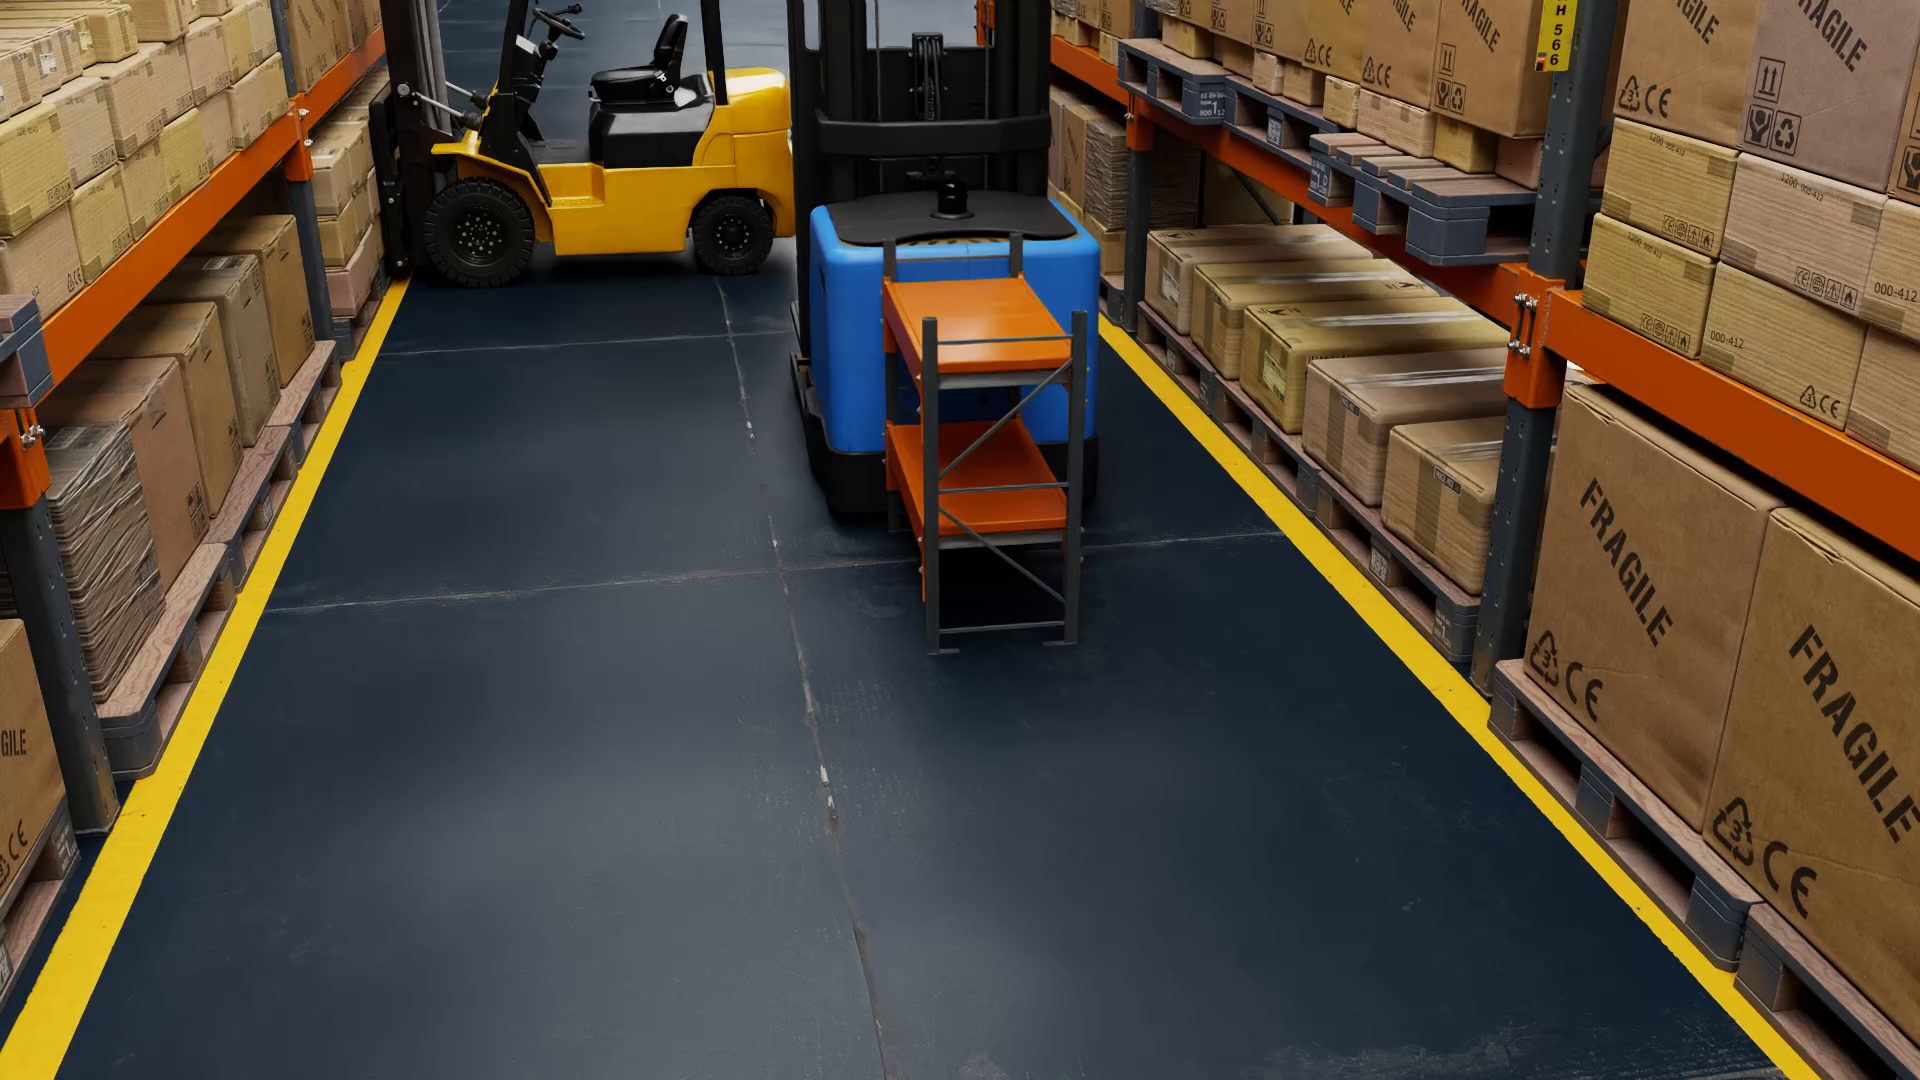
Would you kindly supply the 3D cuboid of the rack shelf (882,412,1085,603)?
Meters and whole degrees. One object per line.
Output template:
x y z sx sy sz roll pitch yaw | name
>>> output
0.056 -0.137 5.769 0.538 0.278 1.000 -4 24 -8 | rack shelf

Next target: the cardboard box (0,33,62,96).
-2.669 -1.267 4.467 0.380 0.149 0.250 -4 24 -8 | cardboard box

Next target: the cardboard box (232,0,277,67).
-3.174 -2.132 6.946 0.500 0.250 0.500 -5 24 -11 | cardboard box

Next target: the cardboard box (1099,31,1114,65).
0.950 -2.601 8.771 0.380 0.149 0.250 -4 24 -9 | cardboard box

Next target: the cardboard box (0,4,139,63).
-2.795 -1.569 5.160 0.380 0.149 0.250 -4 24 -9 | cardboard box

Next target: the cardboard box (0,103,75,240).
-2.594 -0.927 4.188 0.500 0.250 0.500 -4 24 -10 | cardboard box

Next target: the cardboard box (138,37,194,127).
-2.908 -1.529 5.565 0.500 0.250 0.500 -4 24 -9 | cardboard box

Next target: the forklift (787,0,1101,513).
-0.205 -2.004 7.177 1.130 2.935 3.031 -4 24 -8 | forklift

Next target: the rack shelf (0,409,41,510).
-2.406 0.544 2.155 1.077 0.370 4.000 -4 24 -10 | rack shelf

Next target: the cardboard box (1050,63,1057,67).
0.504 -3.017 11.383 0.500 0.500 0.500 -5 24 -12 | cardboard box

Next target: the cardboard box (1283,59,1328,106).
1.445 -1.733 6.261 0.380 0.149 0.250 -5 24 -11 | cardboard box

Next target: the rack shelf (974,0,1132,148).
0.992 -2.971 10.205 1.077 0.370 4.000 -4 24 -10 | rack shelf

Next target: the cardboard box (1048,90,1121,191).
0.797 -2.404 9.980 0.500 0.500 0.500 -3 24 -7 | cardboard box

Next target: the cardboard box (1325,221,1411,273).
2.501 -1.892 9.955 0.500 0.500 0.500 13 27 27 | cardboard box

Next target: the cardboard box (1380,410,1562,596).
2.006 -0.152 5.609 0.950 0.372 0.625 -6 24 -13 | cardboard box

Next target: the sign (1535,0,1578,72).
1.570 -1.391 4.341 0.100 0.325 0.005 -4 24 -10 | sign

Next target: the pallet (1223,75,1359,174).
1.695 -1.629 6.471 1.003 0.211 1.213 -4 24 -10 | pallet

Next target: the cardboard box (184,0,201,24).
-3.010 -1.969 6.075 0.380 0.149 0.250 -5 24 -11 | cardboard box

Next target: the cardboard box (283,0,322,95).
-3.341 -2.385 7.839 0.500 0.500 0.500 -5 24 -11 | cardboard box

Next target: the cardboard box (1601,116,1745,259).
1.952 -0.884 4.089 0.500 0.250 0.500 -4 24 -10 | cardboard box

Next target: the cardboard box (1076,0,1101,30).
0.933 -3.055 9.000 0.500 0.500 0.500 -4 24 -8 | cardboard box

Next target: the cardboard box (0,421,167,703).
-2.878 0.077 4.768 0.875 0.625 0.625 -4 24 -8 | cardboard box

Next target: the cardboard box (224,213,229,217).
-3.797 -1.715 8.091 0.500 0.250 0.500 -4 24 -9 | cardboard box

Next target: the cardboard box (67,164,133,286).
-2.706 -0.894 4.737 0.500 0.250 0.500 -5 24 -11 | cardboard box

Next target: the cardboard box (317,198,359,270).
-3.302 -1.520 8.269 0.500 0.250 0.500 -4 24 -10 | cardboard box

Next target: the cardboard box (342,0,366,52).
-3.621 -2.987 9.217 0.500 0.500 0.500 -4 24 -9 | cardboard box

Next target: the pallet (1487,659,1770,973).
2.173 0.653 4.492 1.003 0.211 1.213 -4 24 -10 | pallet

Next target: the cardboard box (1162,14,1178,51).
1.153 -2.351 7.674 0.380 0.149 0.250 -4 24 -9 | cardboard box

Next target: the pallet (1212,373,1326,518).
1.736 -0.450 7.015 1.003 0.211 1.213 -4 24 -10 | pallet

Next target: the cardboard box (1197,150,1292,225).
1.518 -2.042 9.153 0.500 0.500 0.500 -3 24 -7 | cardboard box

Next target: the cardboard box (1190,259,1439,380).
1.597 -1.014 7.582 0.950 0.372 0.625 -3 24 -6 | cardboard box

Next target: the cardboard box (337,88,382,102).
-3.661 -2.553 10.010 0.500 0.250 0.500 -4 24 -9 | cardboard box

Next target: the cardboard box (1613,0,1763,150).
1.952 -1.233 3.951 0.500 0.500 0.500 -5 24 -12 | cardboard box

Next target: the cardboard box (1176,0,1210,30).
1.260 -2.486 7.174 0.500 0.500 0.500 -4 24 -10 | cardboard box

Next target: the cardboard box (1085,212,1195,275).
0.988 -1.659 9.212 0.500 0.250 0.500 -3 24 -7 | cardboard box

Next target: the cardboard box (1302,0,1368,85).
1.543 -1.875 5.774 0.500 0.500 0.500 -6 24 -13 | cardboard box

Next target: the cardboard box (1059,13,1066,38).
0.793 -3.005 9.697 0.380 0.149 0.250 -5 24 -11 | cardboard box

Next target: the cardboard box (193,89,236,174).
-3.006 -1.503 6.131 0.500 0.250 0.500 -4 24 -9 | cardboard box

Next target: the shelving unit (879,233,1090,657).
0.056 -0.361 5.671 0.538 1.125 1.048 -4 24 -8 | shelving unit

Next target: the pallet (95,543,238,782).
-2.890 0.379 5.119 1.003 0.211 1.213 -4 24 -10 | pallet

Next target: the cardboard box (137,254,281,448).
-3.272 -0.740 6.638 0.875 0.625 0.625 -5 24 -10 | cardboard box

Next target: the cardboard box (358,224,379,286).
-3.389 -1.491 8.828 0.500 0.250 0.500 -5 24 -11 | cardboard box

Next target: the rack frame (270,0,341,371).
-3.516 -2.146 7.415 1.000 3.000 0.127 -4 24 -10 | rack frame

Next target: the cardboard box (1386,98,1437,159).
1.598 -1.326 5.327 0.380 0.149 0.250 -5 24 -10 | cardboard box

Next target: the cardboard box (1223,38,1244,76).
1.325 -2.042 6.967 0.380 0.149 0.250 -4 24 -9 | cardboard box

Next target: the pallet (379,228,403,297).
-3.851 -1.665 9.797 1.003 0.211 1.213 -4 24 -10 | pallet

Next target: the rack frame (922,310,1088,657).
0.136 -0.160 5.211 0.500 1.125 0.032 -4 24 -8 | rack frame

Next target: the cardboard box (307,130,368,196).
-3.382 -1.952 8.632 0.500 0.250 0.500 -4 24 -10 | cardboard box

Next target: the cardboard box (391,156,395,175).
-3.571 -2.115 9.632 0.500 0.250 0.500 -4 24 -10 | cardboard box

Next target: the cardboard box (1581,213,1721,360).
1.944 -0.661 4.204 0.500 0.250 0.500 -5 24 -11 | cardboard box
